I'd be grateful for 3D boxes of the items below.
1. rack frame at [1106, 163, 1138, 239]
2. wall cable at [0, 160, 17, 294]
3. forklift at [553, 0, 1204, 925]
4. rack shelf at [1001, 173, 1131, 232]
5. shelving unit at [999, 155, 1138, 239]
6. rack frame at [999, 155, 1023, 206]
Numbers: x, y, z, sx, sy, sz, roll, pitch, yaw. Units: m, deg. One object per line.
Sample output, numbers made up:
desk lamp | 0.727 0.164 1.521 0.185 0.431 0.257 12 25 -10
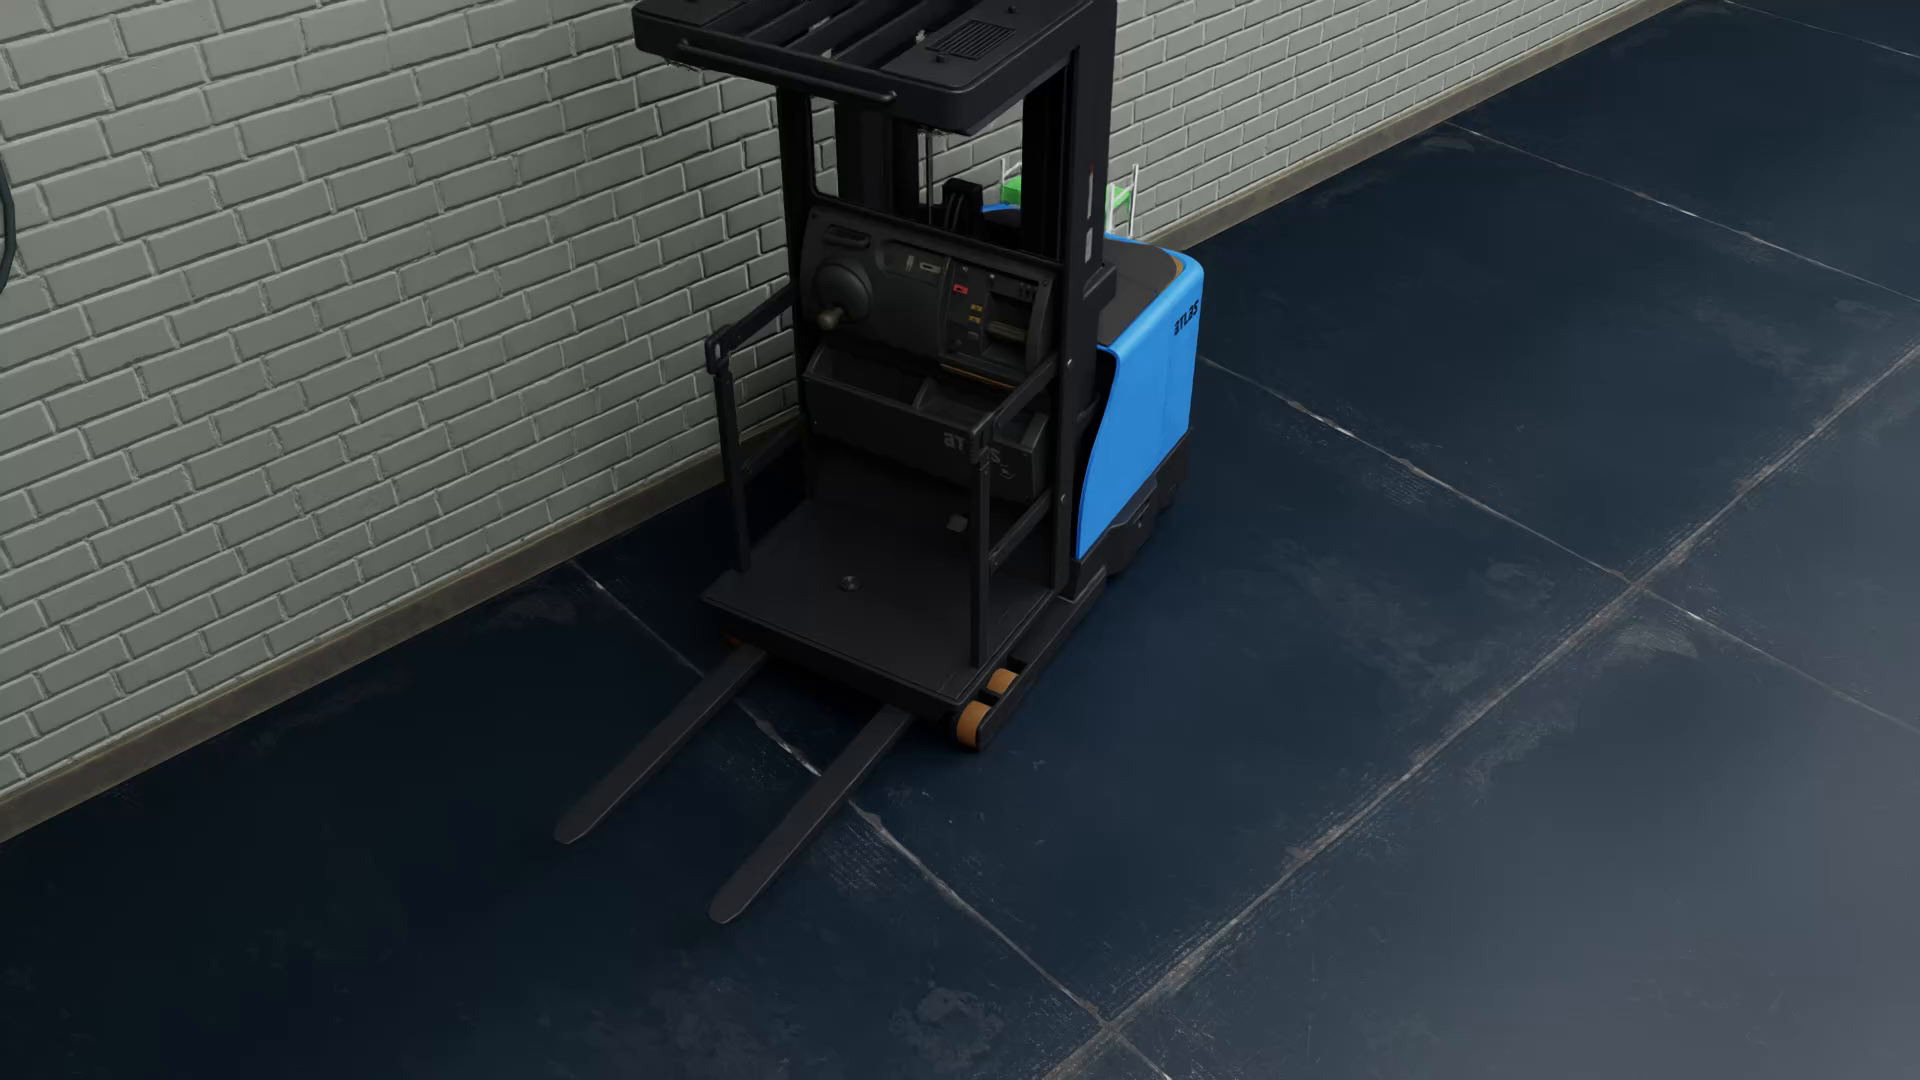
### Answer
rack frame | 0.643 -0.980 7.001 0.015 1.200 0.240 20 41 23
wall cable | -3.739 -0.951 3.237 3.097 2.526 0.112 -30 48 -32
forklift | -0.229 -0.742 5.336 1.130 2.935 3.031 20 43 23
rack shelf | 0.440 -1.390 6.846 0.480 0.148 0.258 20 41 23
shelving unit | 0.431 -1.057 7.095 0.503 1.200 0.258 20 41 23
rack frame | 0.220 -1.134 7.190 0.015 1.200 0.240 20 41 23
